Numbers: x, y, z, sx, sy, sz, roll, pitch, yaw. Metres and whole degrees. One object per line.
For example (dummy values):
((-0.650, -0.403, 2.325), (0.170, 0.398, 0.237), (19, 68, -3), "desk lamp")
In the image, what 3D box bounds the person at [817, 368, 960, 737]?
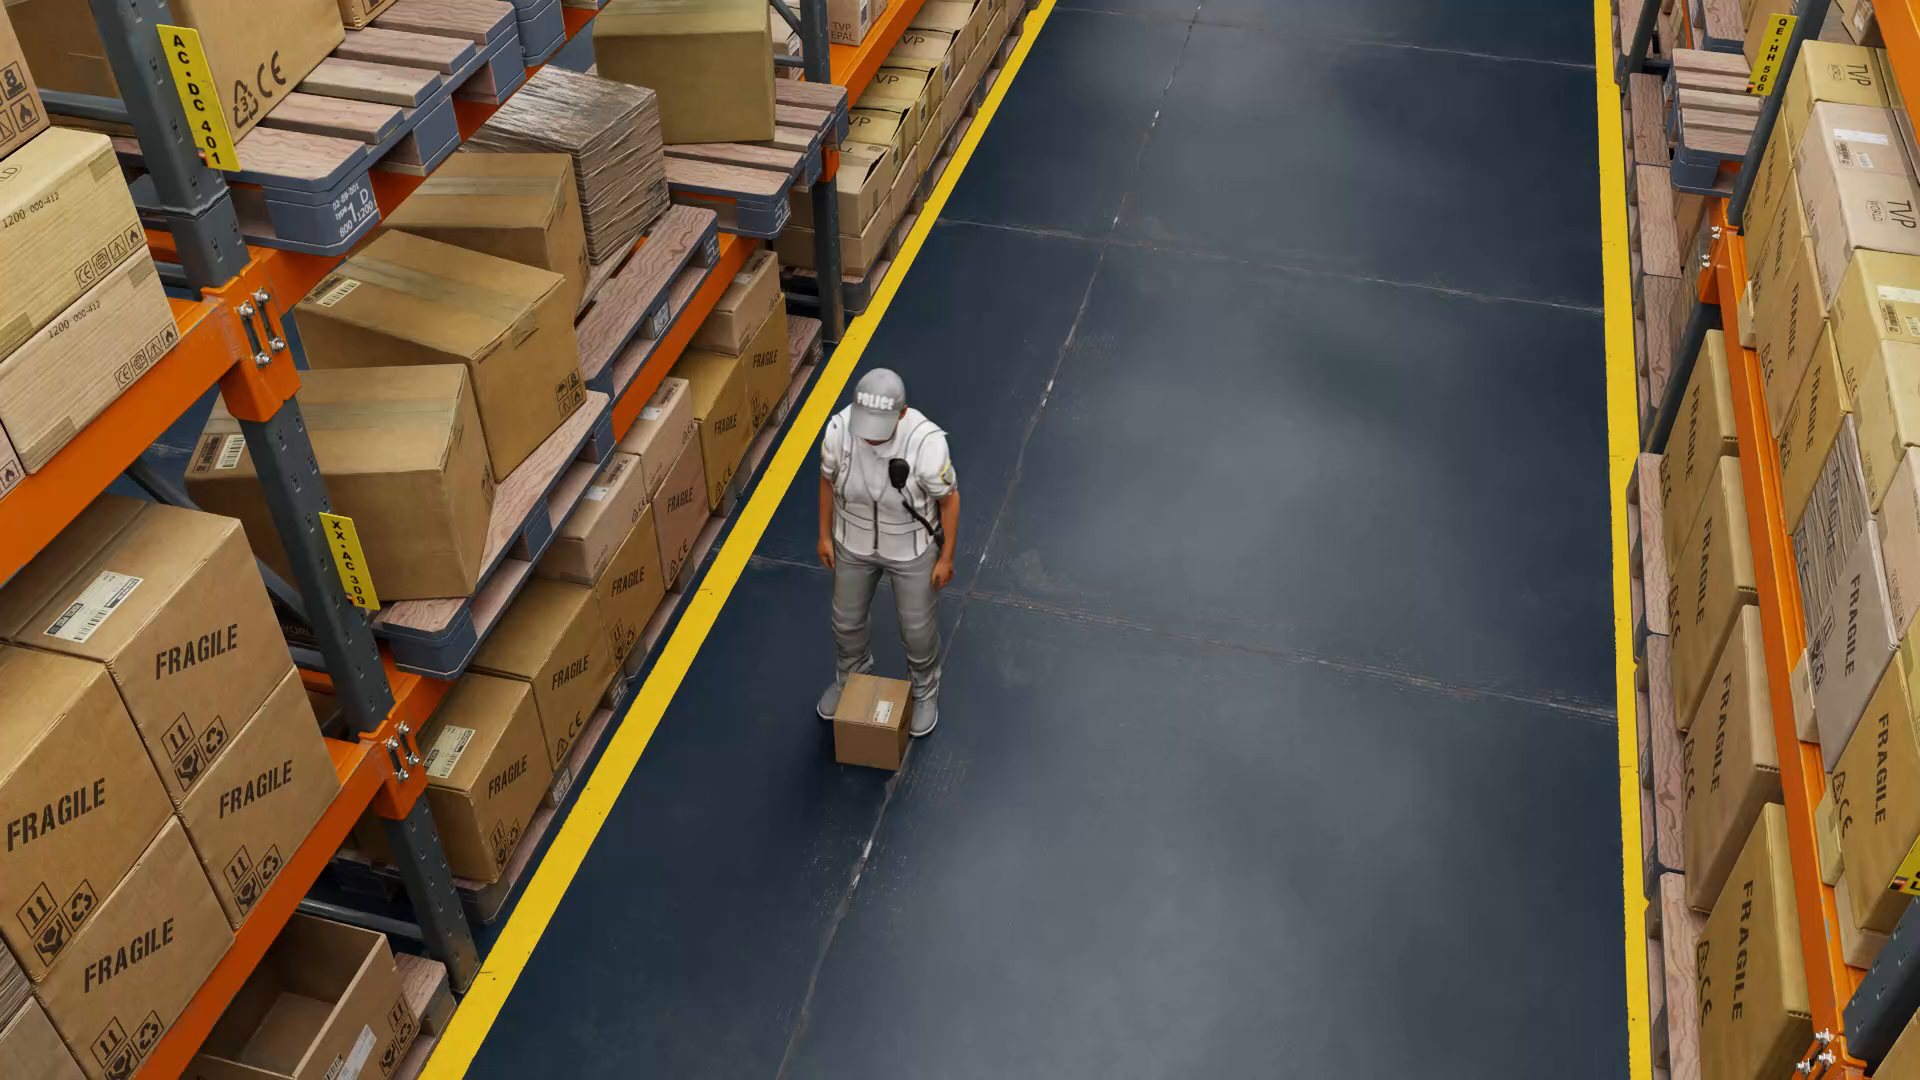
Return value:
((-0.280, 0.033, 6.116), (0.547, 1.666, 0.473), (10, 42, 12), "person")
